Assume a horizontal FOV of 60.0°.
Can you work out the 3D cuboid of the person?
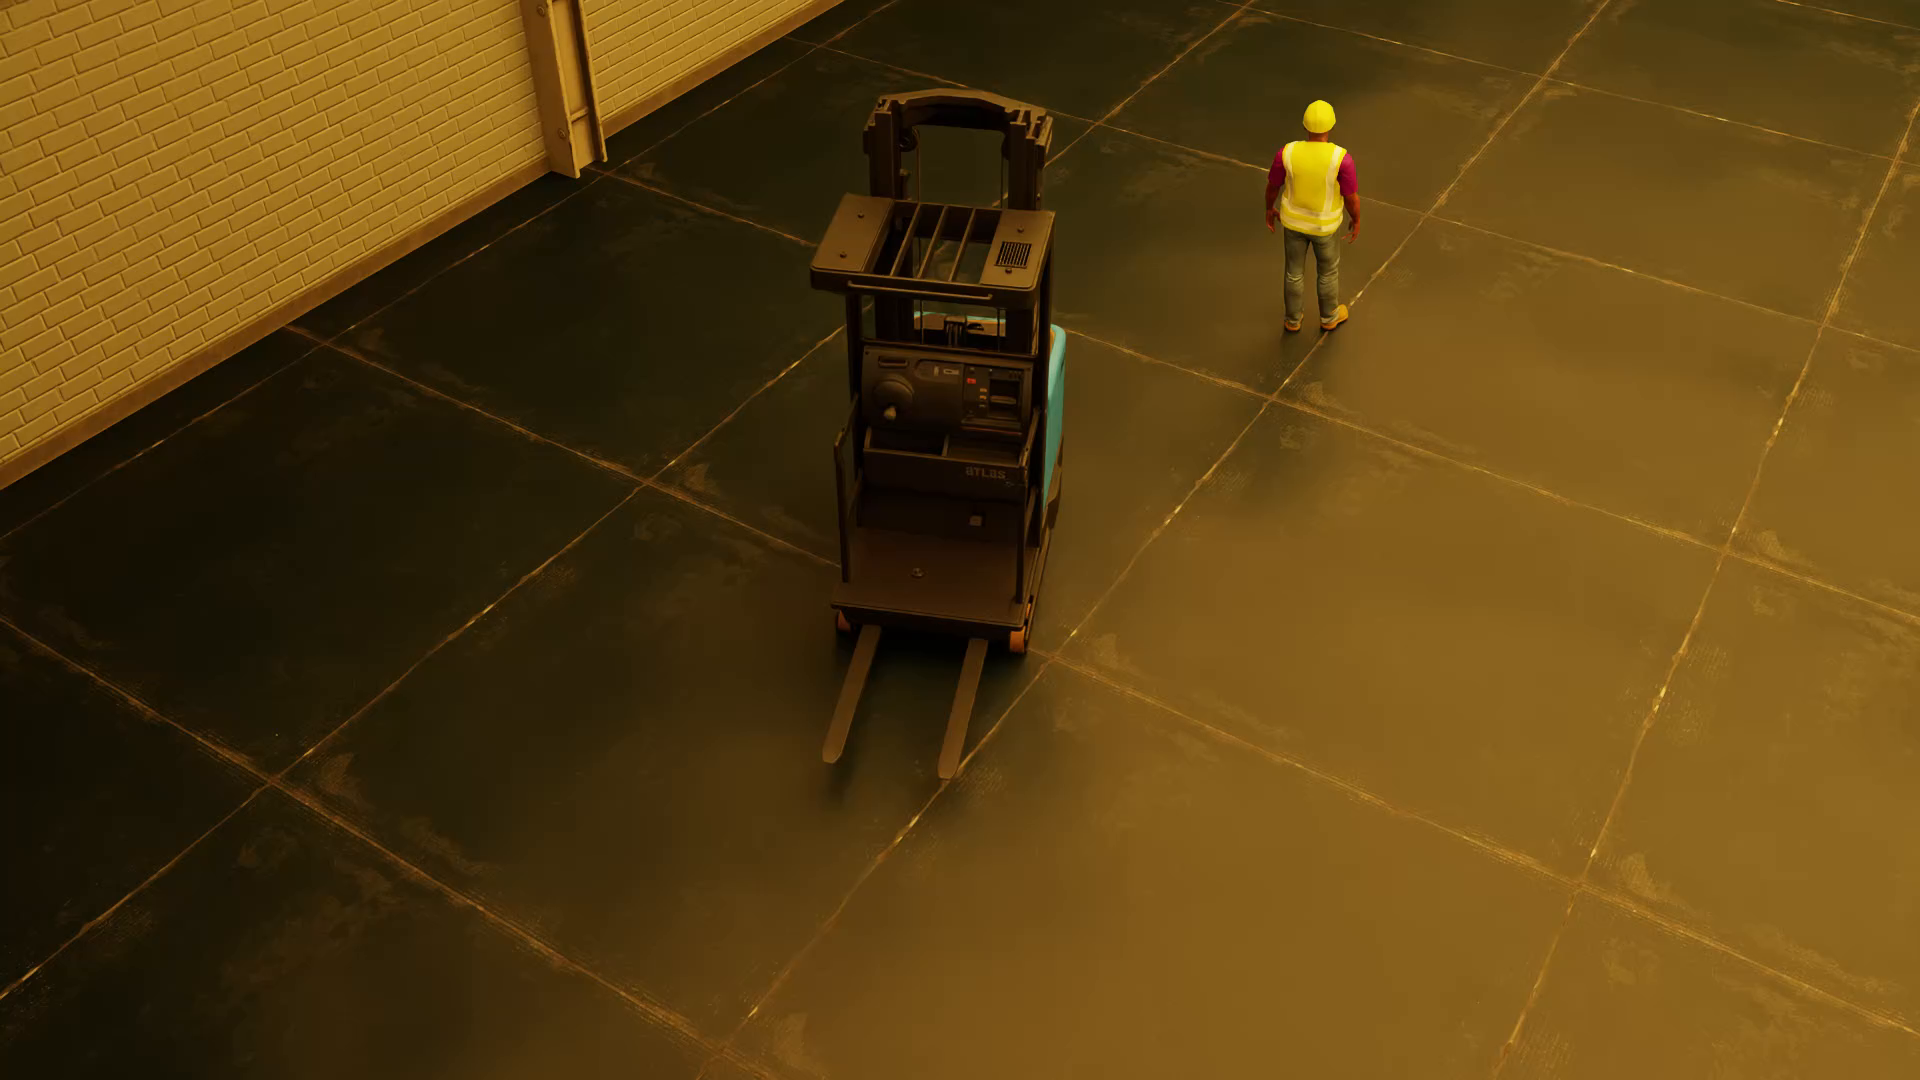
[{"bbox_3d":[2.452,-2.252,11.514,0.665,1.769,0.574,16,43,18],"label":"person"}]

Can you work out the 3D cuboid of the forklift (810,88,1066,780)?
[{"bbox_3d":[-0.108,-0.731,8.830,1.130,2.935,3.031,7,41,8],"label":"forklift"}]
